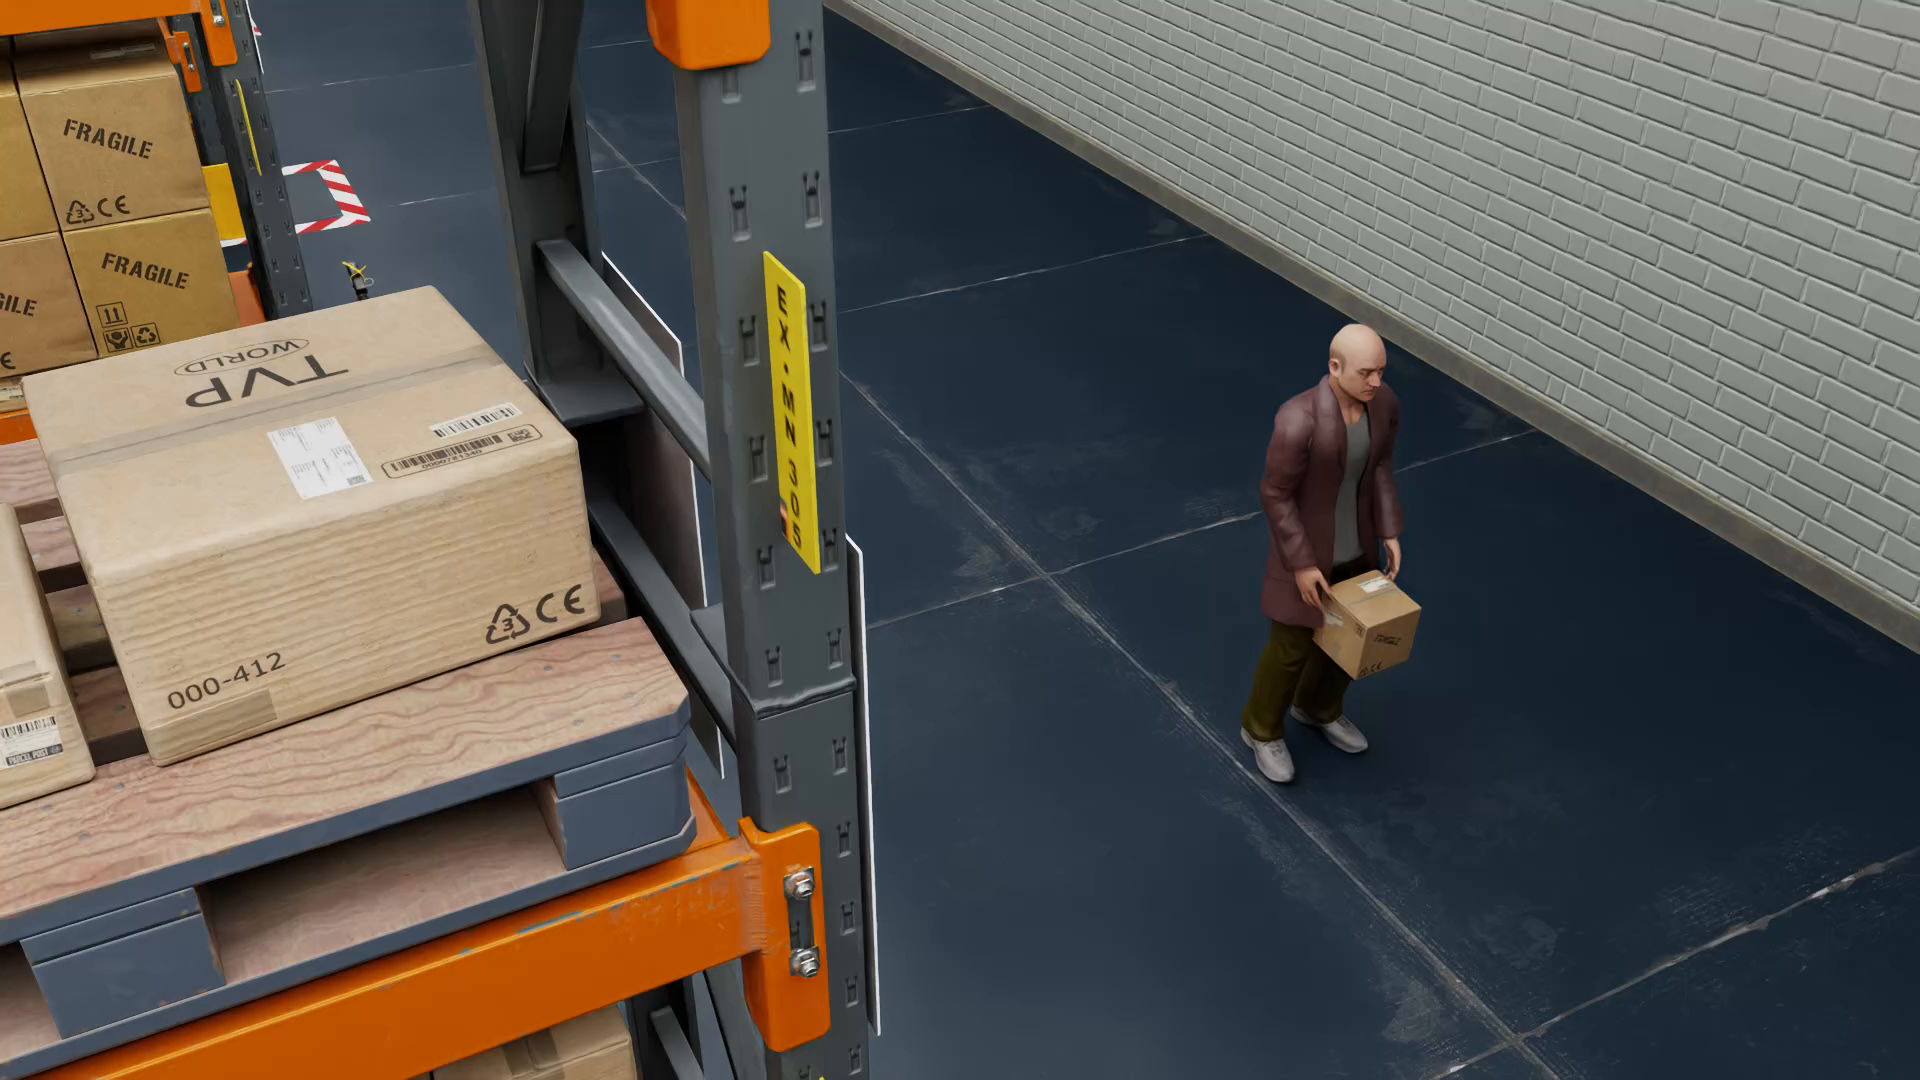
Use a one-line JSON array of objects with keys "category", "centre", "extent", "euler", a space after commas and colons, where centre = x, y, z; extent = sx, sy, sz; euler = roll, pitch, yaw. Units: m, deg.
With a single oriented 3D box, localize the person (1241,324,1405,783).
[{"category": "person", "centre": [1.346, 0.037, 6.089], "extent": [0.583, 1.780, 0.424], "euler": [-17, 36, -24]}]
